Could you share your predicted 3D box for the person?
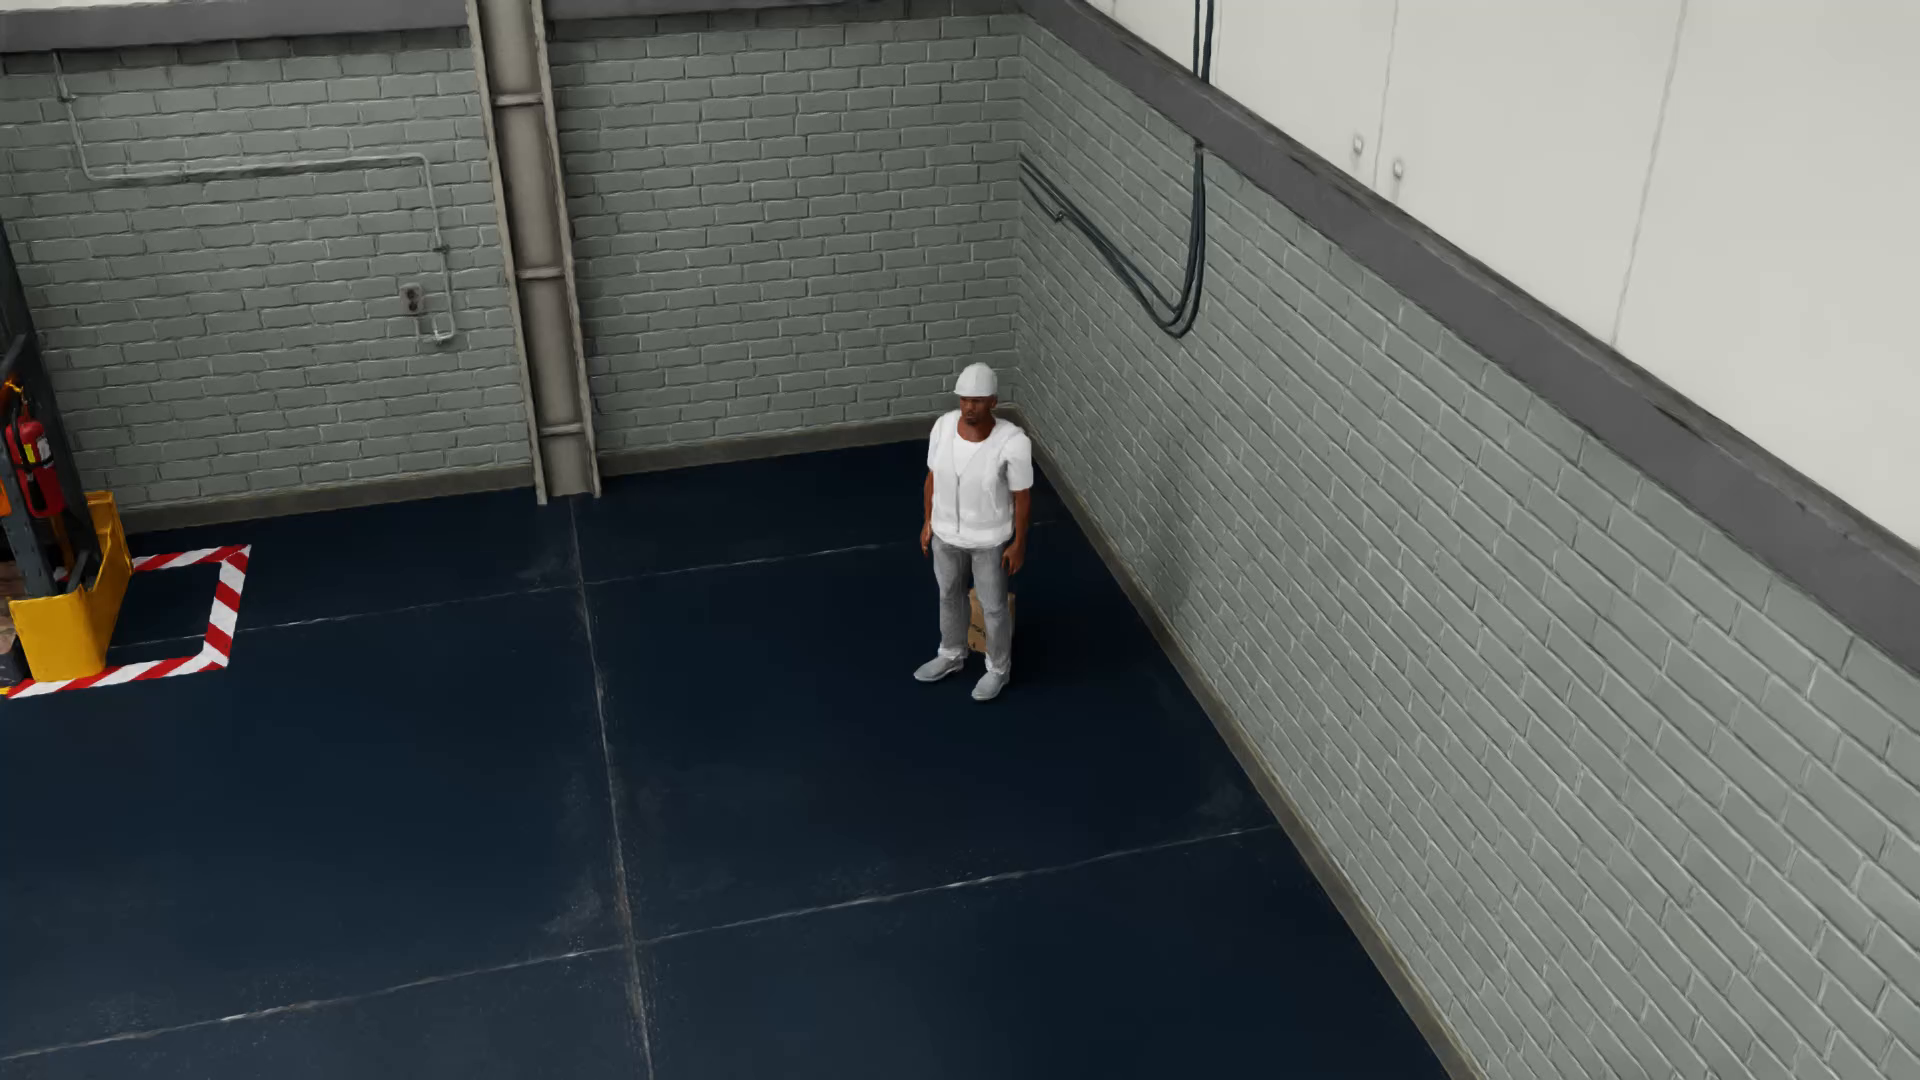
[{"bbox_3d":[0.063,-0.035,8.240,0.573,1.771,0.376,15,33,24],"label":"person"}]
